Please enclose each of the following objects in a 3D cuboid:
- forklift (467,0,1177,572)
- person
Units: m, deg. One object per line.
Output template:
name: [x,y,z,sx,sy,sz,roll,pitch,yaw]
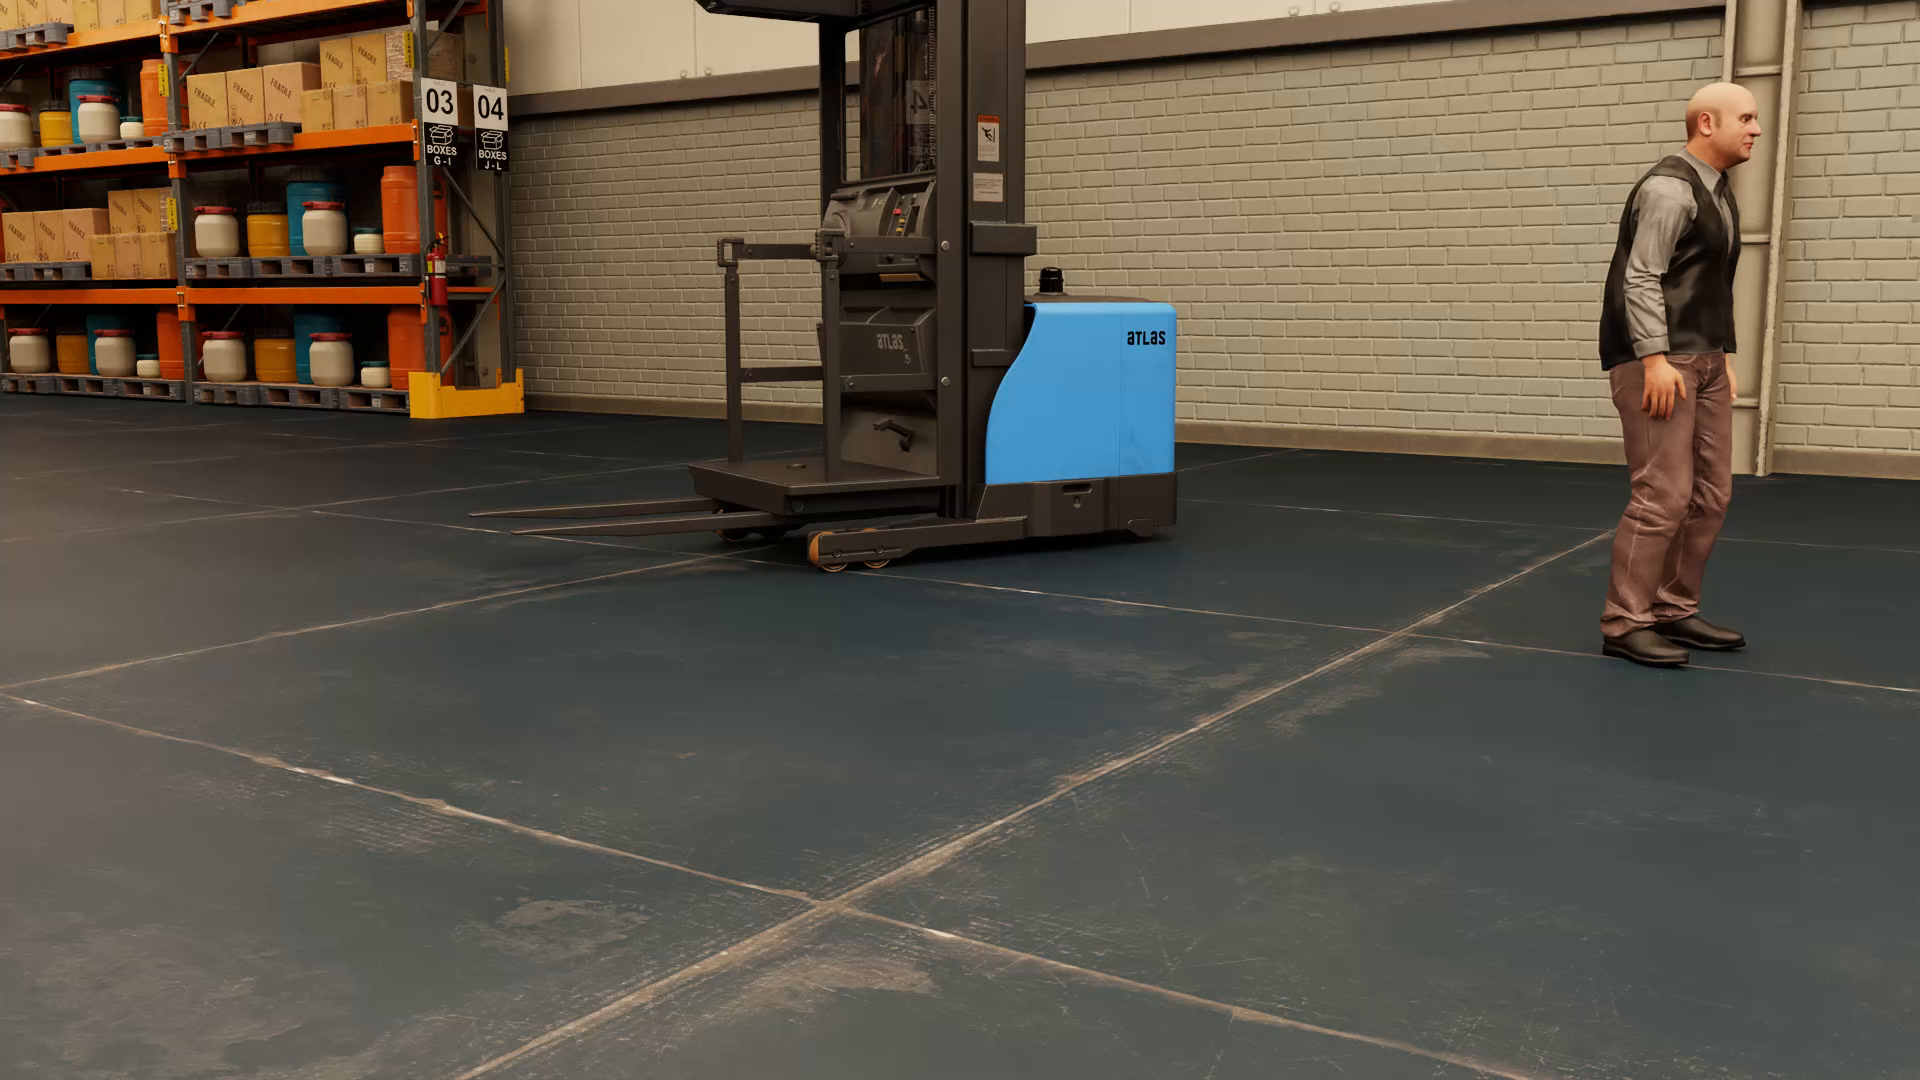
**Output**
forklift: [-0.537,-1.406,7.080,3.031,2.935,1.130,-5,9,-31]
person: [2.193,-0.512,5.096,0.594,1.721,0.422,-8,11,-43]
